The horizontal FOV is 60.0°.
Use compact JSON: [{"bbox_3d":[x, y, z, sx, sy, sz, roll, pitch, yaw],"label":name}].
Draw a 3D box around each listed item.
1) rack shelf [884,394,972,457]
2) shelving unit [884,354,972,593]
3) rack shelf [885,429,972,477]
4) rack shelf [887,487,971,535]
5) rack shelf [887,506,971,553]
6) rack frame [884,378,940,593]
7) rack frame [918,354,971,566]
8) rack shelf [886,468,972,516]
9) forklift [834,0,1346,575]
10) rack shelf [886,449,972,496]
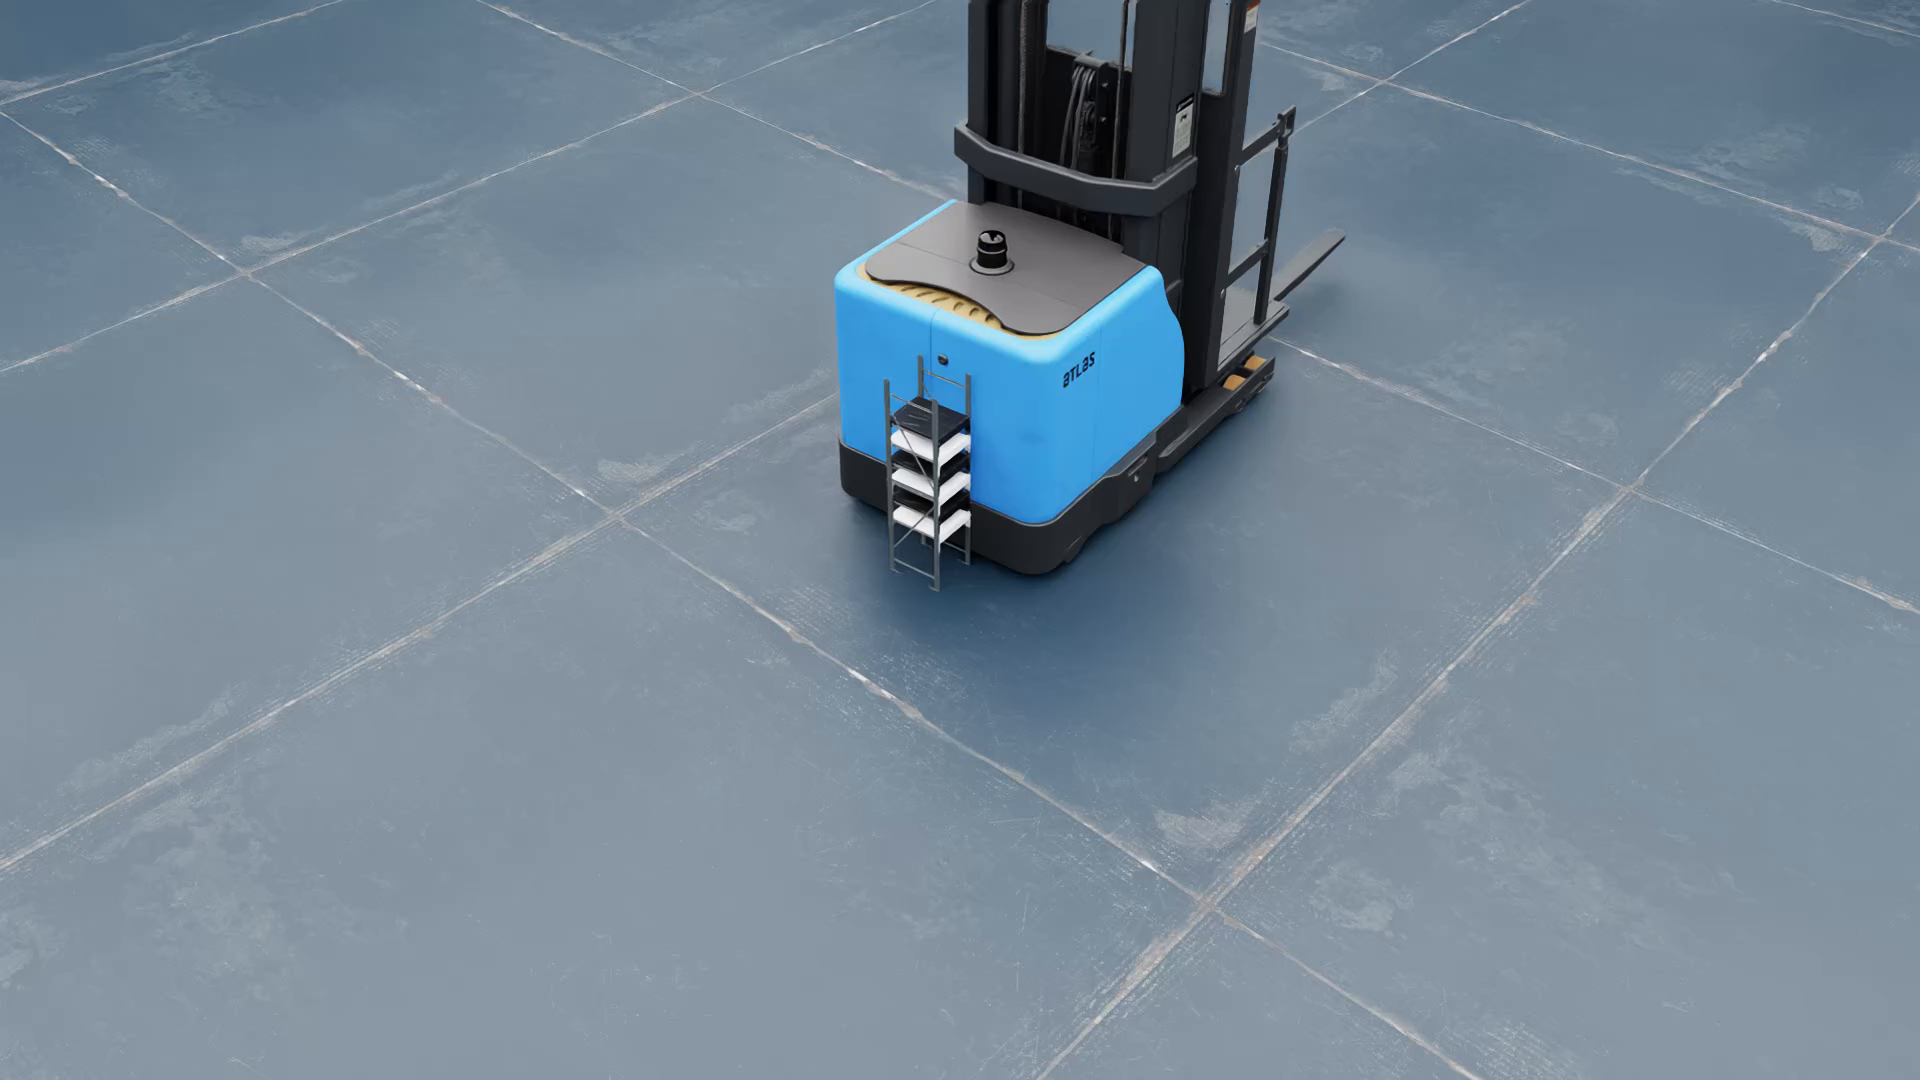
[{"bbox_3d":[-0.119,-0.428,6.184,0.258,0.077,0.200,24,45,27],"label":"rack shelf"},{"bbox_3d":[-0.119,-0.242,6.332,0.258,0.900,0.210,24,45,27],"label":"shelving unit"},{"bbox_3d":[-0.119,-0.357,6.240,0.258,0.077,0.200,24,45,27],"label":"rack shelf"},{"bbox_3d":[-0.119,-0.146,6.408,0.258,0.077,0.200,24,45,27],"label":"rack shelf"},{"bbox_3d":[-0.119,-0.075,6.464,0.258,0.077,0.200,24,45,27],"label":"rack shelf"},{"bbox_3d":[-0.179,-0.191,6.267,0.240,0.900,0.006,24,45,27],"label":"rack frame"},{"bbox_3d":[-0.059,-0.293,6.396,0.240,0.900,0.006,24,45,27],"label":"rack frame"},{"bbox_3d":[-0.119,-0.216,6.352,0.258,0.077,0.200,24,45,27],"label":"rack shelf"},{"bbox_3d":[0.777,-1.883,6.763,1.130,2.935,3.031,24,45,27],"label":"forklift"},{"bbox_3d":[-0.119,-0.287,6.296,0.258,0.077,0.200,24,45,27],"label":"rack shelf"}]
